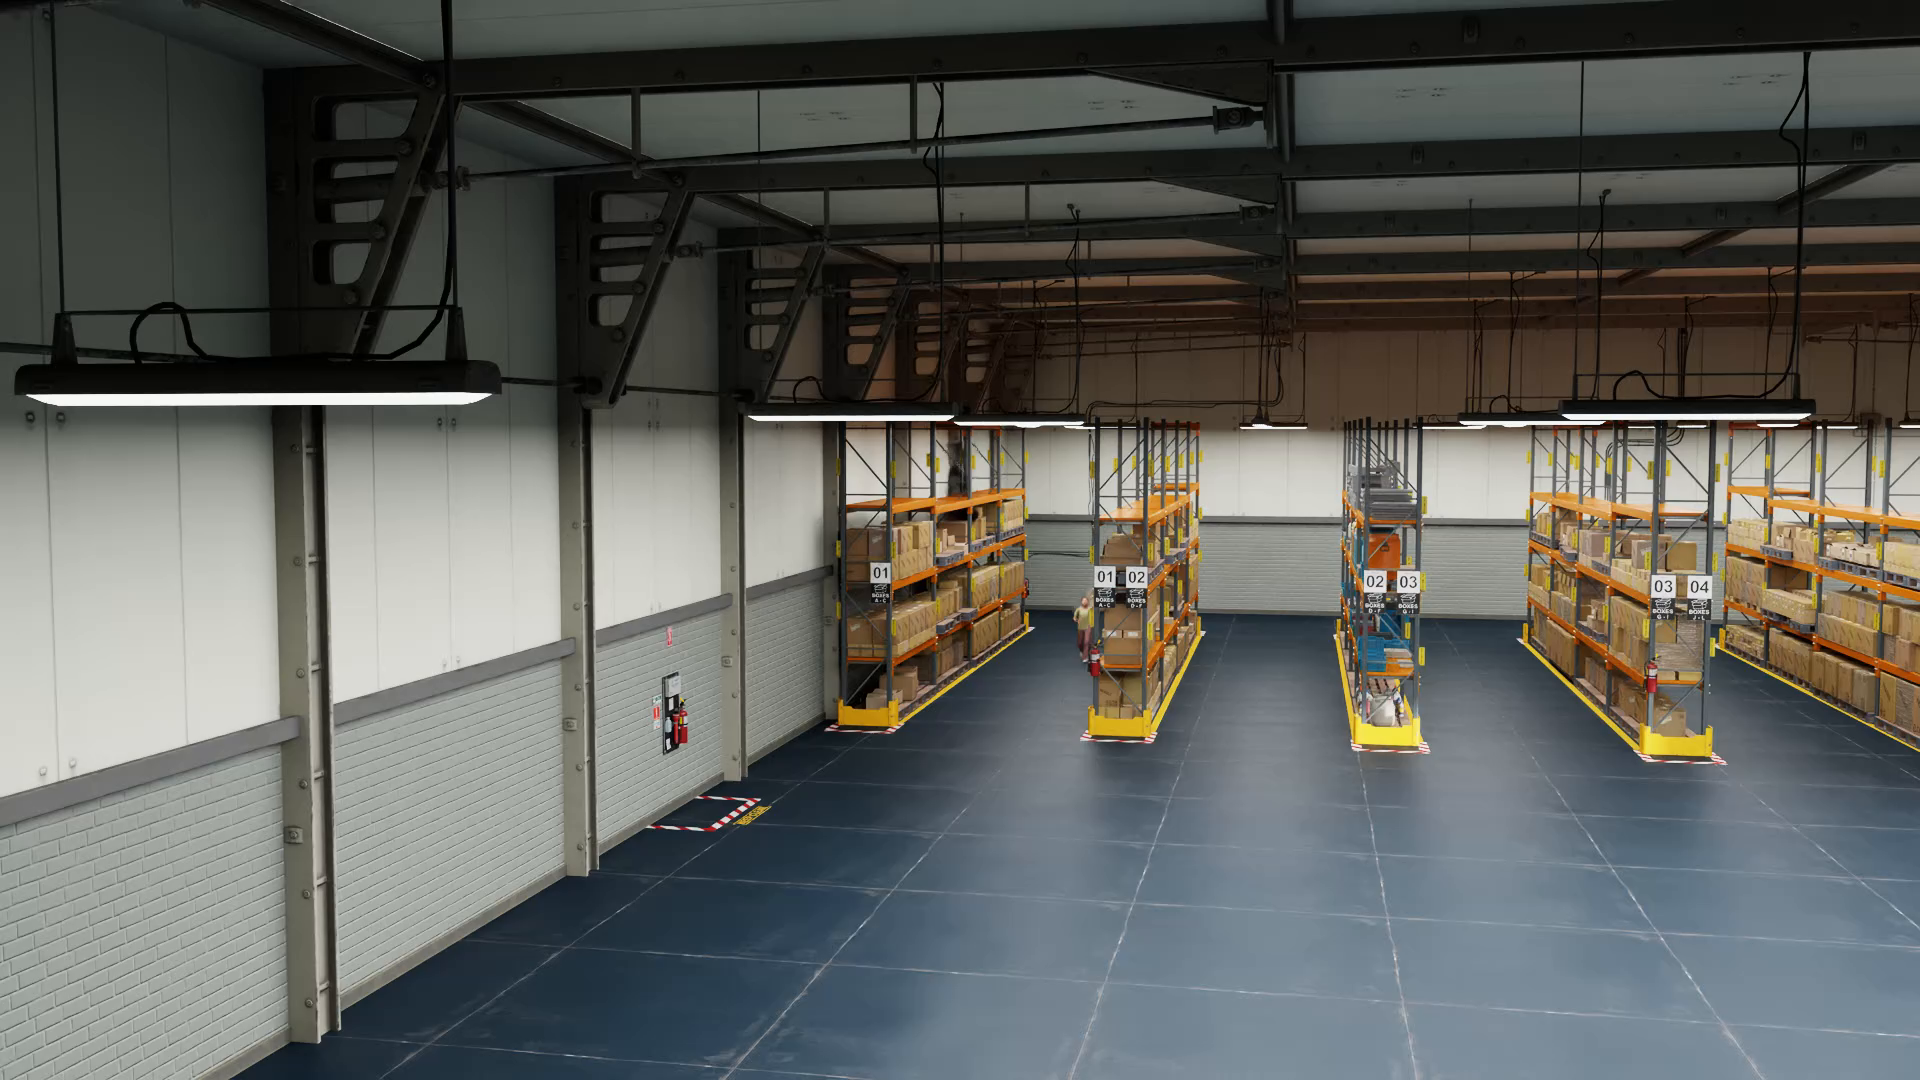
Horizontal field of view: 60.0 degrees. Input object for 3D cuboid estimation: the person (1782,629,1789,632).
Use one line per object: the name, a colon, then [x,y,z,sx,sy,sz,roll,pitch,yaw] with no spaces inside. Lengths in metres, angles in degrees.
person: [22.146,2.042,44.040,0.594,1.723,0.811,-1,4,-10]

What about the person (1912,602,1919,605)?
person: [25.941,1.955,44.569,0.863,1.771,0.657,0,4,0]

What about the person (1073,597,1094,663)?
person: [3.118,2.219,41.435,0.588,1.628,0.758,0,4,7]
